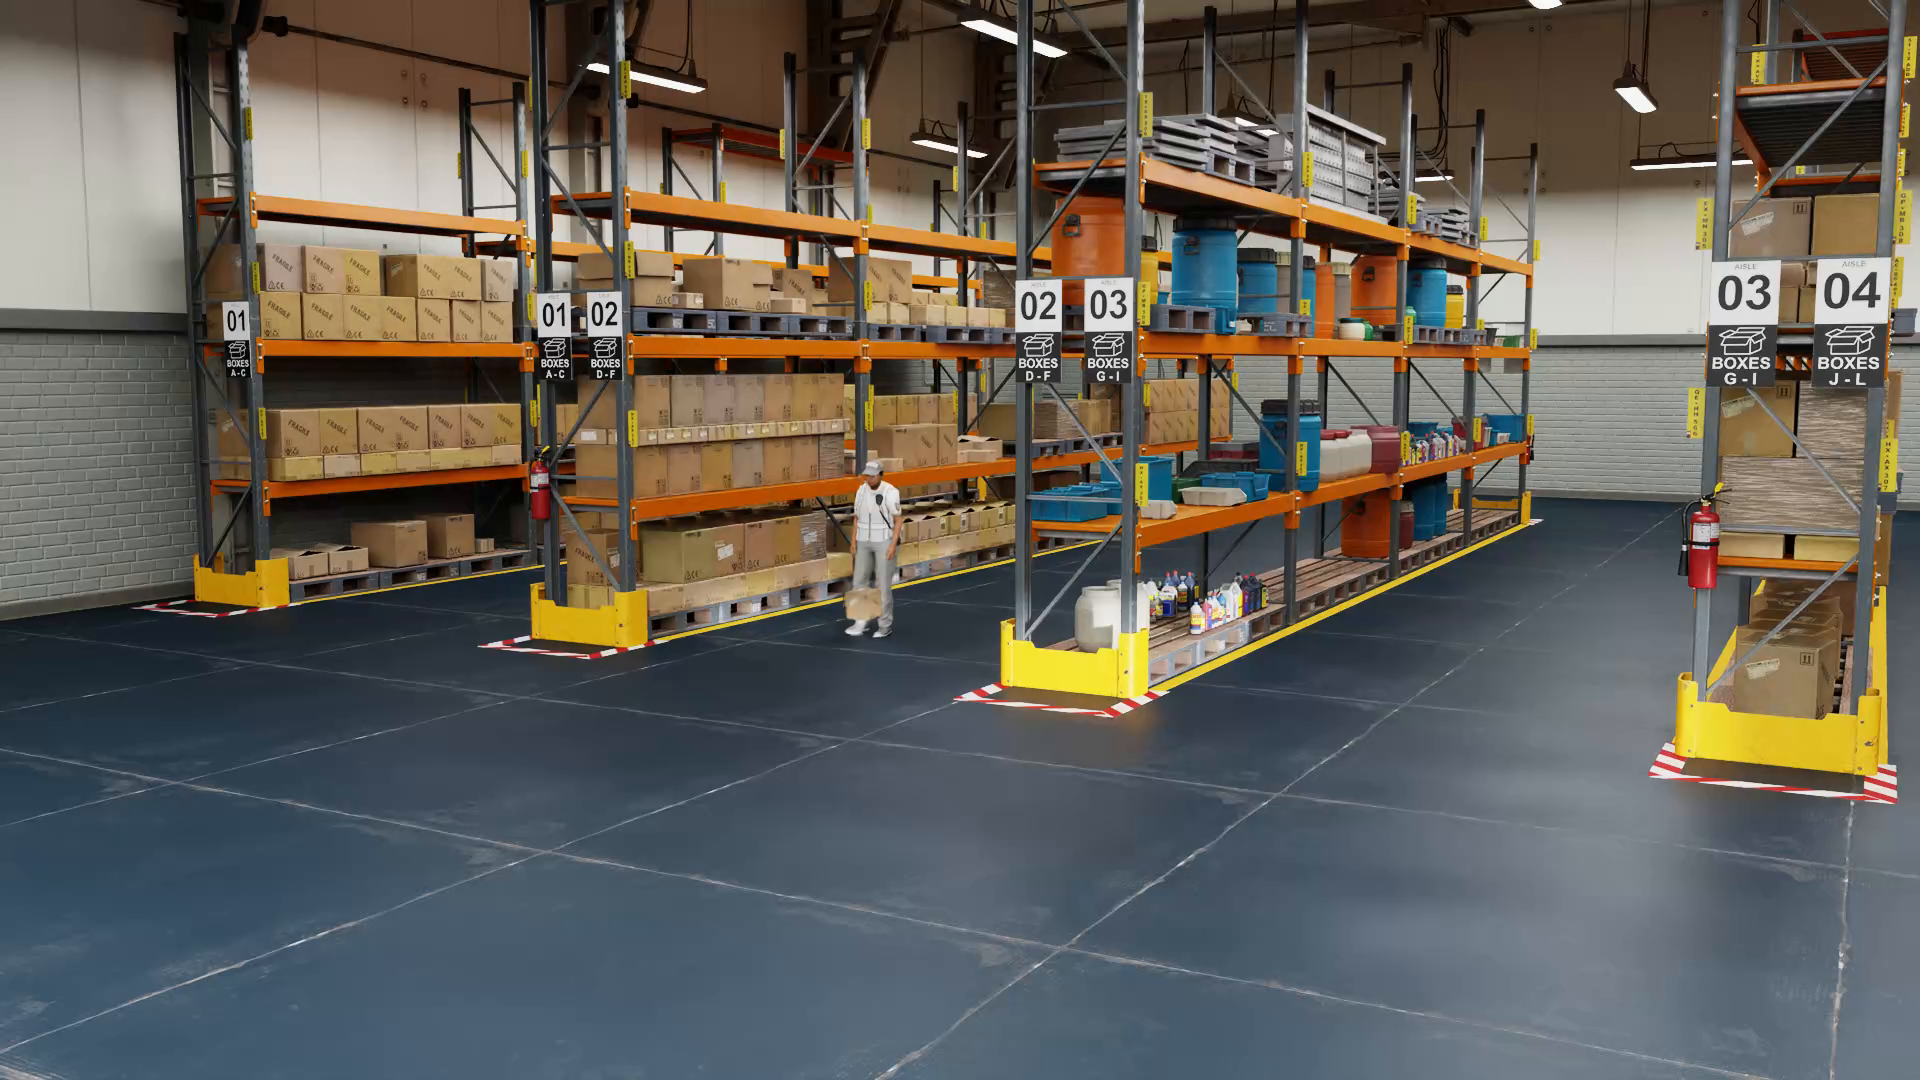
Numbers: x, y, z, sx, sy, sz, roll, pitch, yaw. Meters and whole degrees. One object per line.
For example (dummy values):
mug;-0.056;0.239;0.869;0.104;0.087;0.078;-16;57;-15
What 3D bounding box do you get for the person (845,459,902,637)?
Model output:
person;-0.805;0.063;15.732;0.532;1.668;0.452;3;7;26
